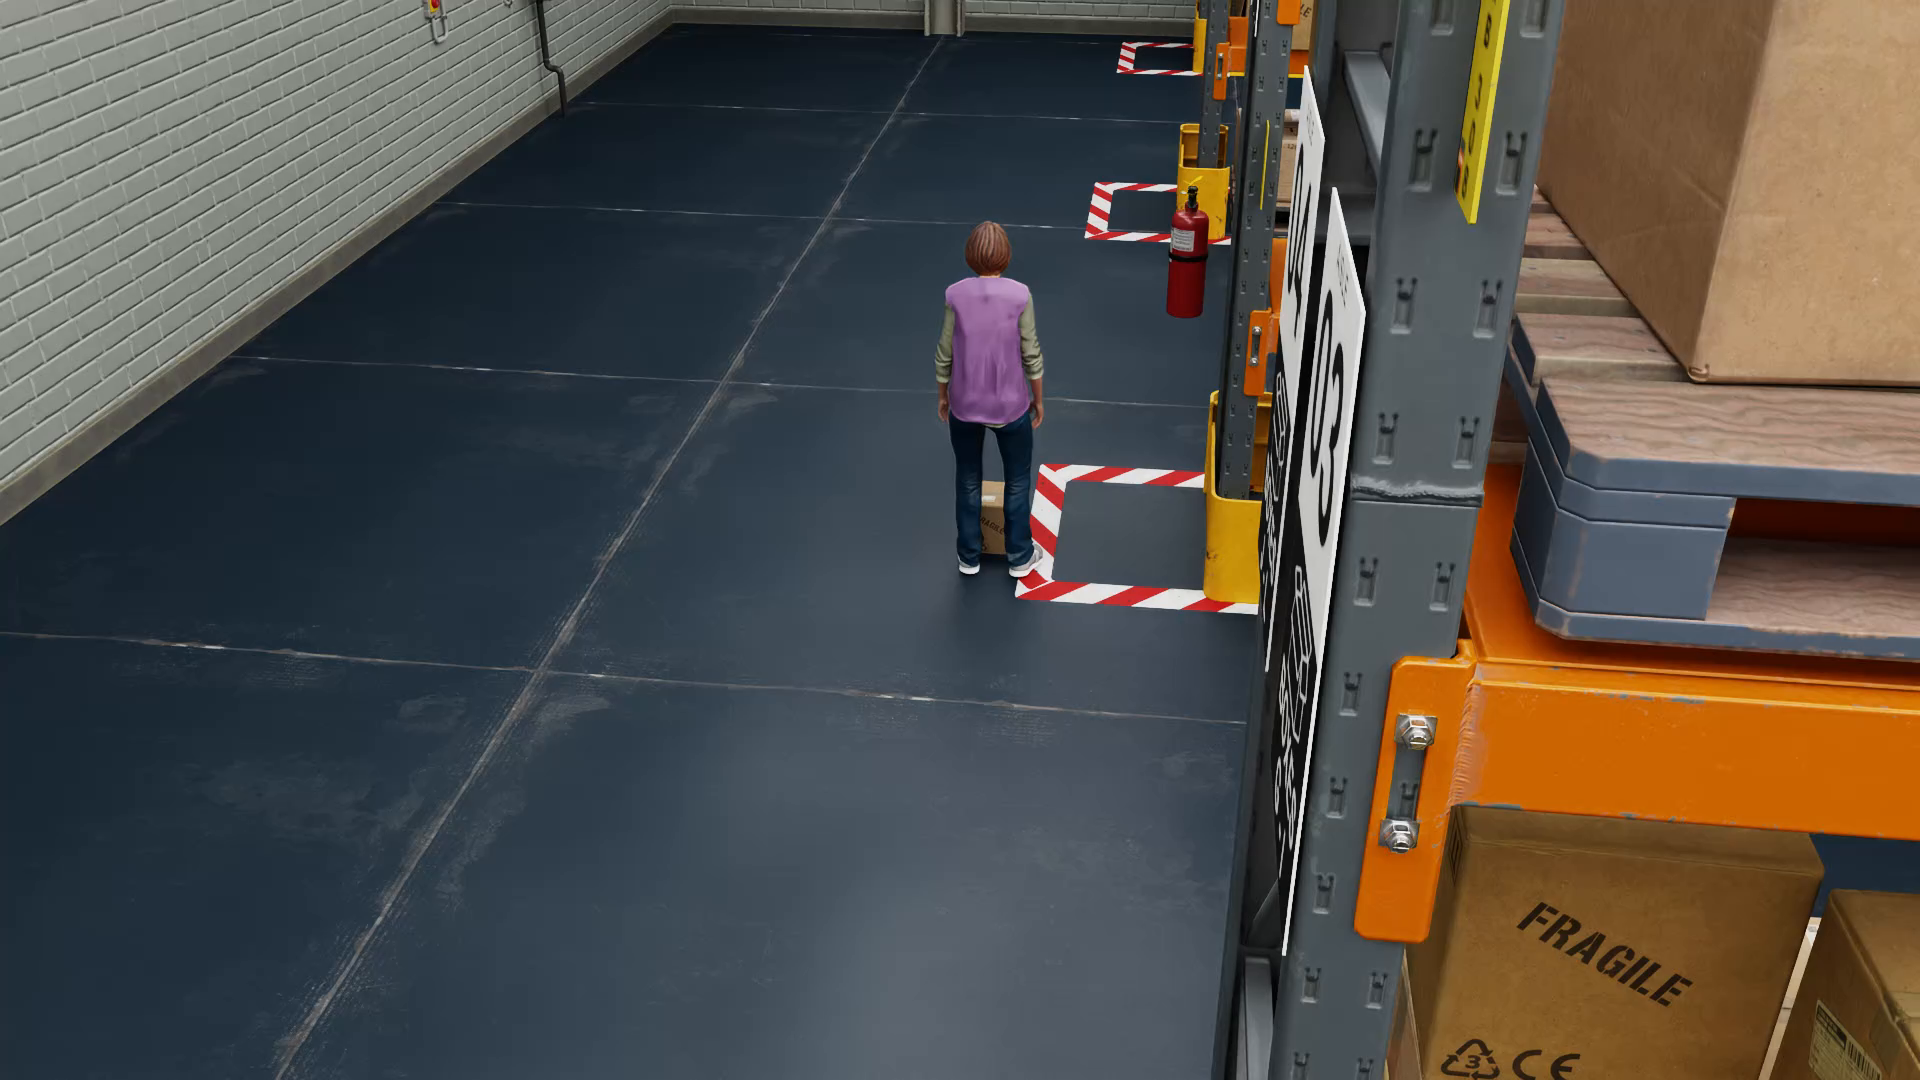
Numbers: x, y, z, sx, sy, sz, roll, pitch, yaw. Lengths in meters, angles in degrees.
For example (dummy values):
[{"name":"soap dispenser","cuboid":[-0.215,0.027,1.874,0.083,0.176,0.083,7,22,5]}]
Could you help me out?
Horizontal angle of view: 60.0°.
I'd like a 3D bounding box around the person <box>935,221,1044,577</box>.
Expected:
[{"name":"person","cuboid":[0.132,-0.572,7.189,0.476,1.581,0.348,4,29,8]}]
